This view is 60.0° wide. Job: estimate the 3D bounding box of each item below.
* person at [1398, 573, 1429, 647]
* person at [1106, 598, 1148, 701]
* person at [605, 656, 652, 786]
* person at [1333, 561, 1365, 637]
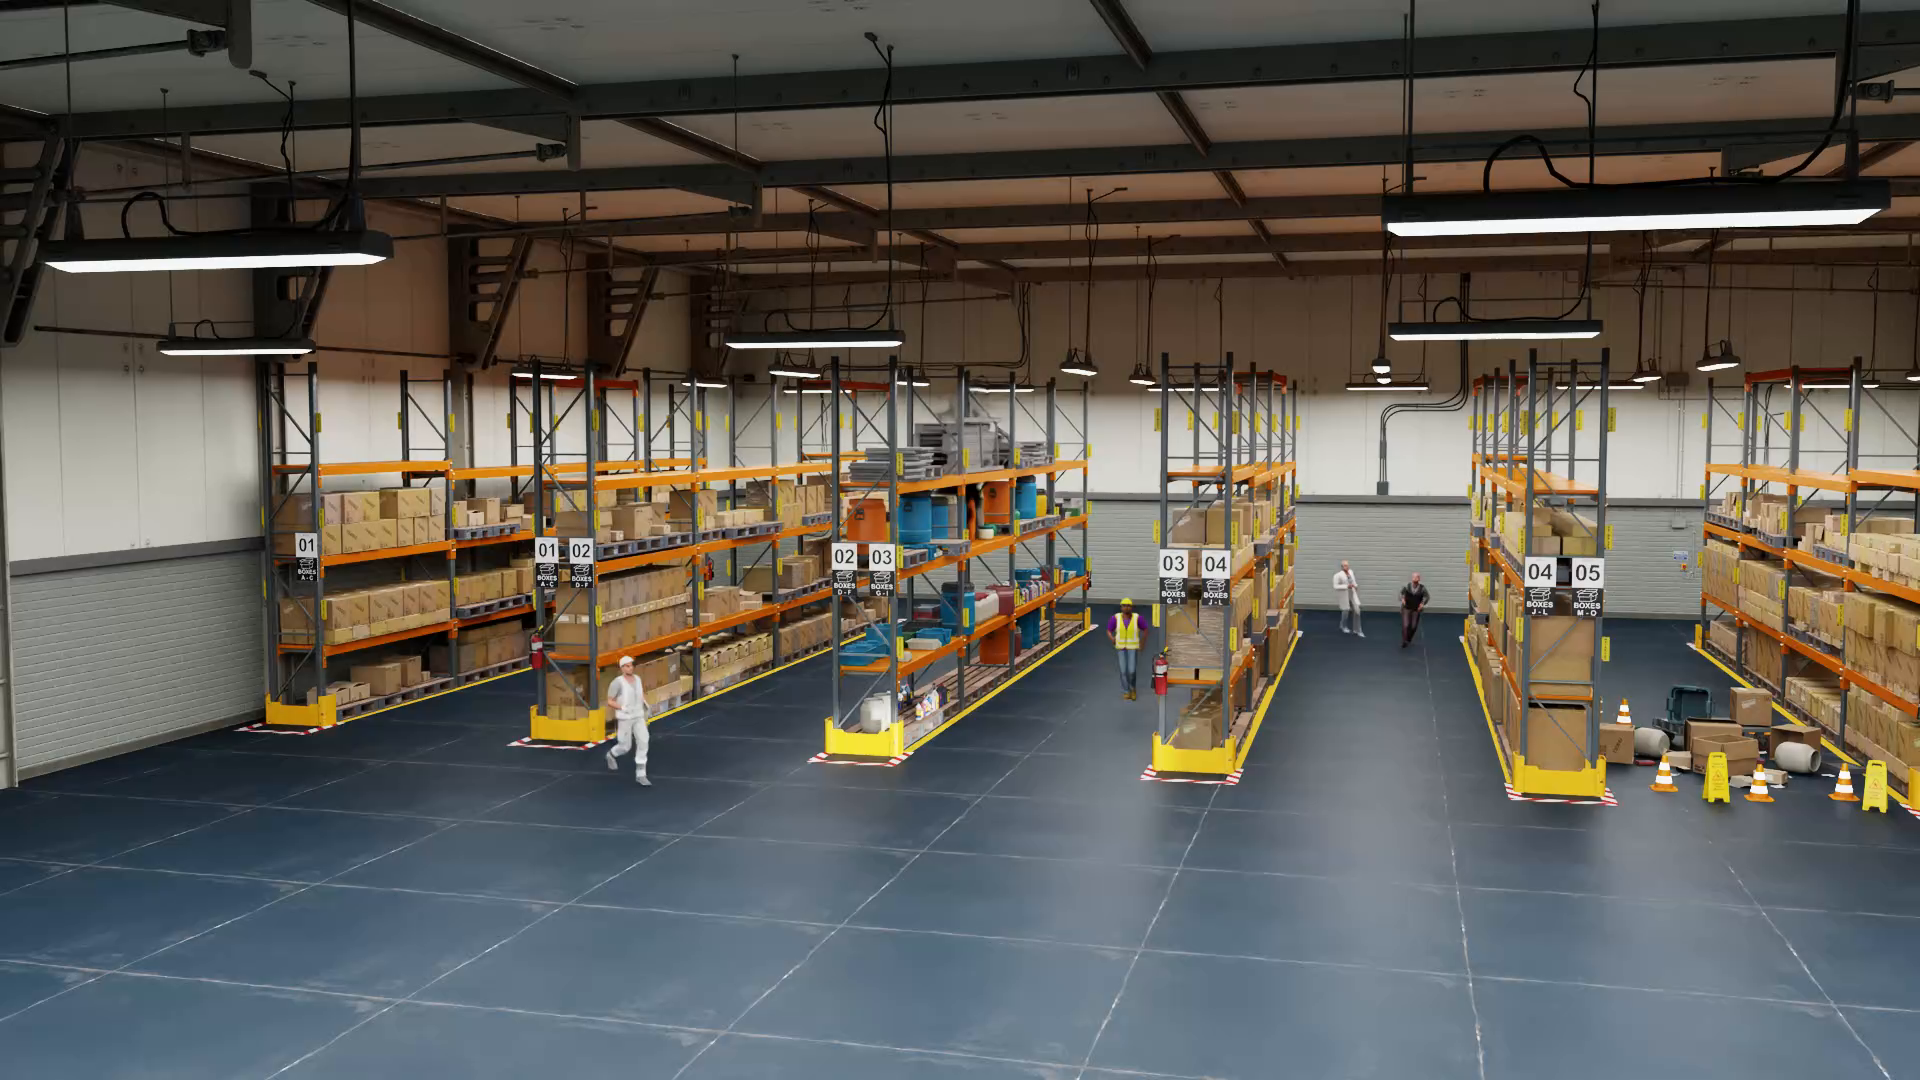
[{"bbox_3d":[10.122,1.564,37.158,0.686,1.667,0.630,1,4,18],"label":"person"},{"bbox_3d":[2.820,1.867,28.235,0.698,1.772,0.579,1,4,12],"label":"person"},{"bbox_3d":[-4.600,2.495,23.183,0.671,1.774,0.957,-4,6,-44],"label":"person"},{"bbox_3d":[9.038,1.393,39.117,0.726,1.825,0.850,-1,4,-17],"label":"person"}]
